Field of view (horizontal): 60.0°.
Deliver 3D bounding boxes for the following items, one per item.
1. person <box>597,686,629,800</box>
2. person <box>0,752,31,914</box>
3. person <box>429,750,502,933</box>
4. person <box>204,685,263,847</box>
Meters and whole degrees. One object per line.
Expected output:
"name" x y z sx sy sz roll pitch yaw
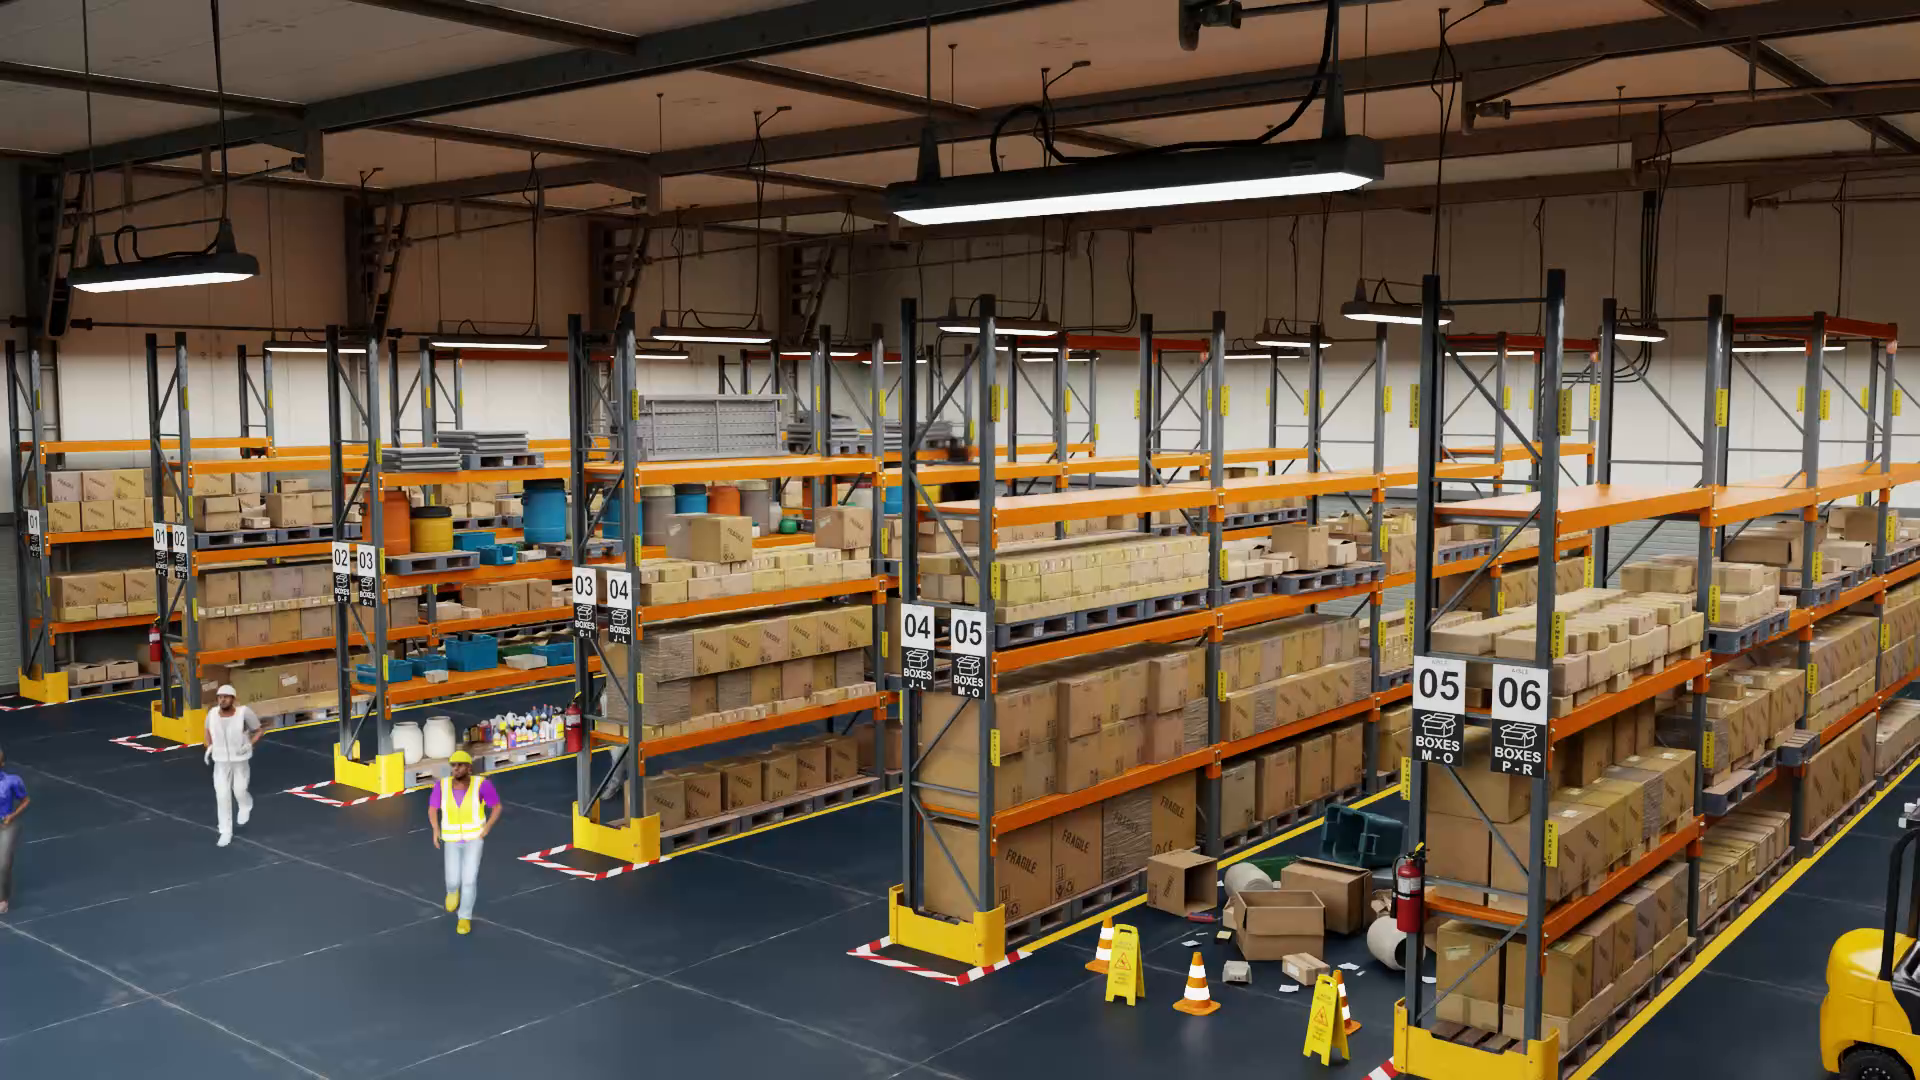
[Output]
"person" -4.355 2.397 21.202 0.601 1.663 0.913 3 6 28
"person" -9.517 2.886 16.469 0.567 1.624 0.578 -2 5 -18
"person" -4.766 2.871 16.034 0.693 1.737 0.635 -1 5 -9
"person" -8.388 2.550 19.224 0.665 1.808 0.859 -1 5 -10
